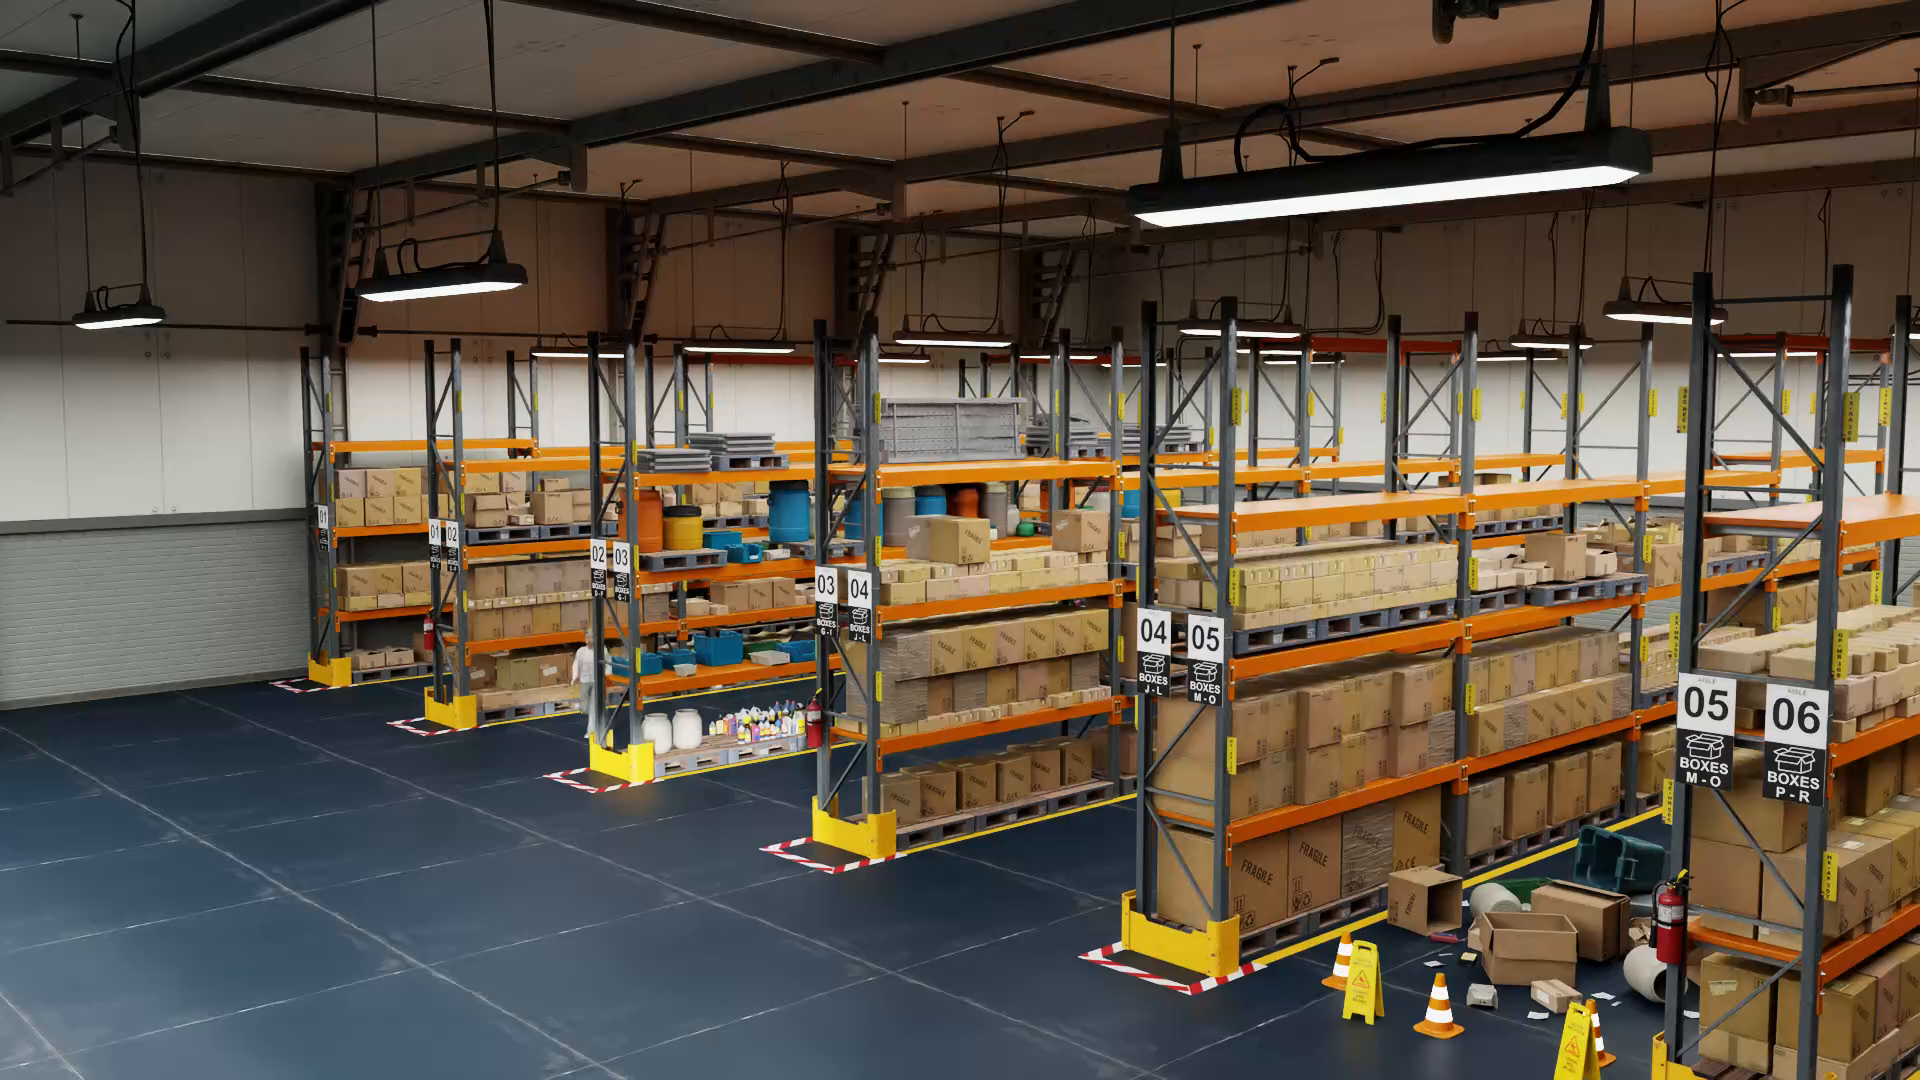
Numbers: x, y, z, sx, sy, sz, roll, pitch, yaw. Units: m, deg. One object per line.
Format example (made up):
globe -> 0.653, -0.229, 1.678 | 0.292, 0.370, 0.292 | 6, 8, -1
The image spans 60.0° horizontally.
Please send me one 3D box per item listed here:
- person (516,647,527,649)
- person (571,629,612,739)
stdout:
person -> -7.607, 1.858, 28.686 | 0.533, 1.567, 0.899 | 4, 6, 35
person -> -5.541, 2.144, 25.125 | 0.629, 1.646, 0.659 | 0, 5, 2
